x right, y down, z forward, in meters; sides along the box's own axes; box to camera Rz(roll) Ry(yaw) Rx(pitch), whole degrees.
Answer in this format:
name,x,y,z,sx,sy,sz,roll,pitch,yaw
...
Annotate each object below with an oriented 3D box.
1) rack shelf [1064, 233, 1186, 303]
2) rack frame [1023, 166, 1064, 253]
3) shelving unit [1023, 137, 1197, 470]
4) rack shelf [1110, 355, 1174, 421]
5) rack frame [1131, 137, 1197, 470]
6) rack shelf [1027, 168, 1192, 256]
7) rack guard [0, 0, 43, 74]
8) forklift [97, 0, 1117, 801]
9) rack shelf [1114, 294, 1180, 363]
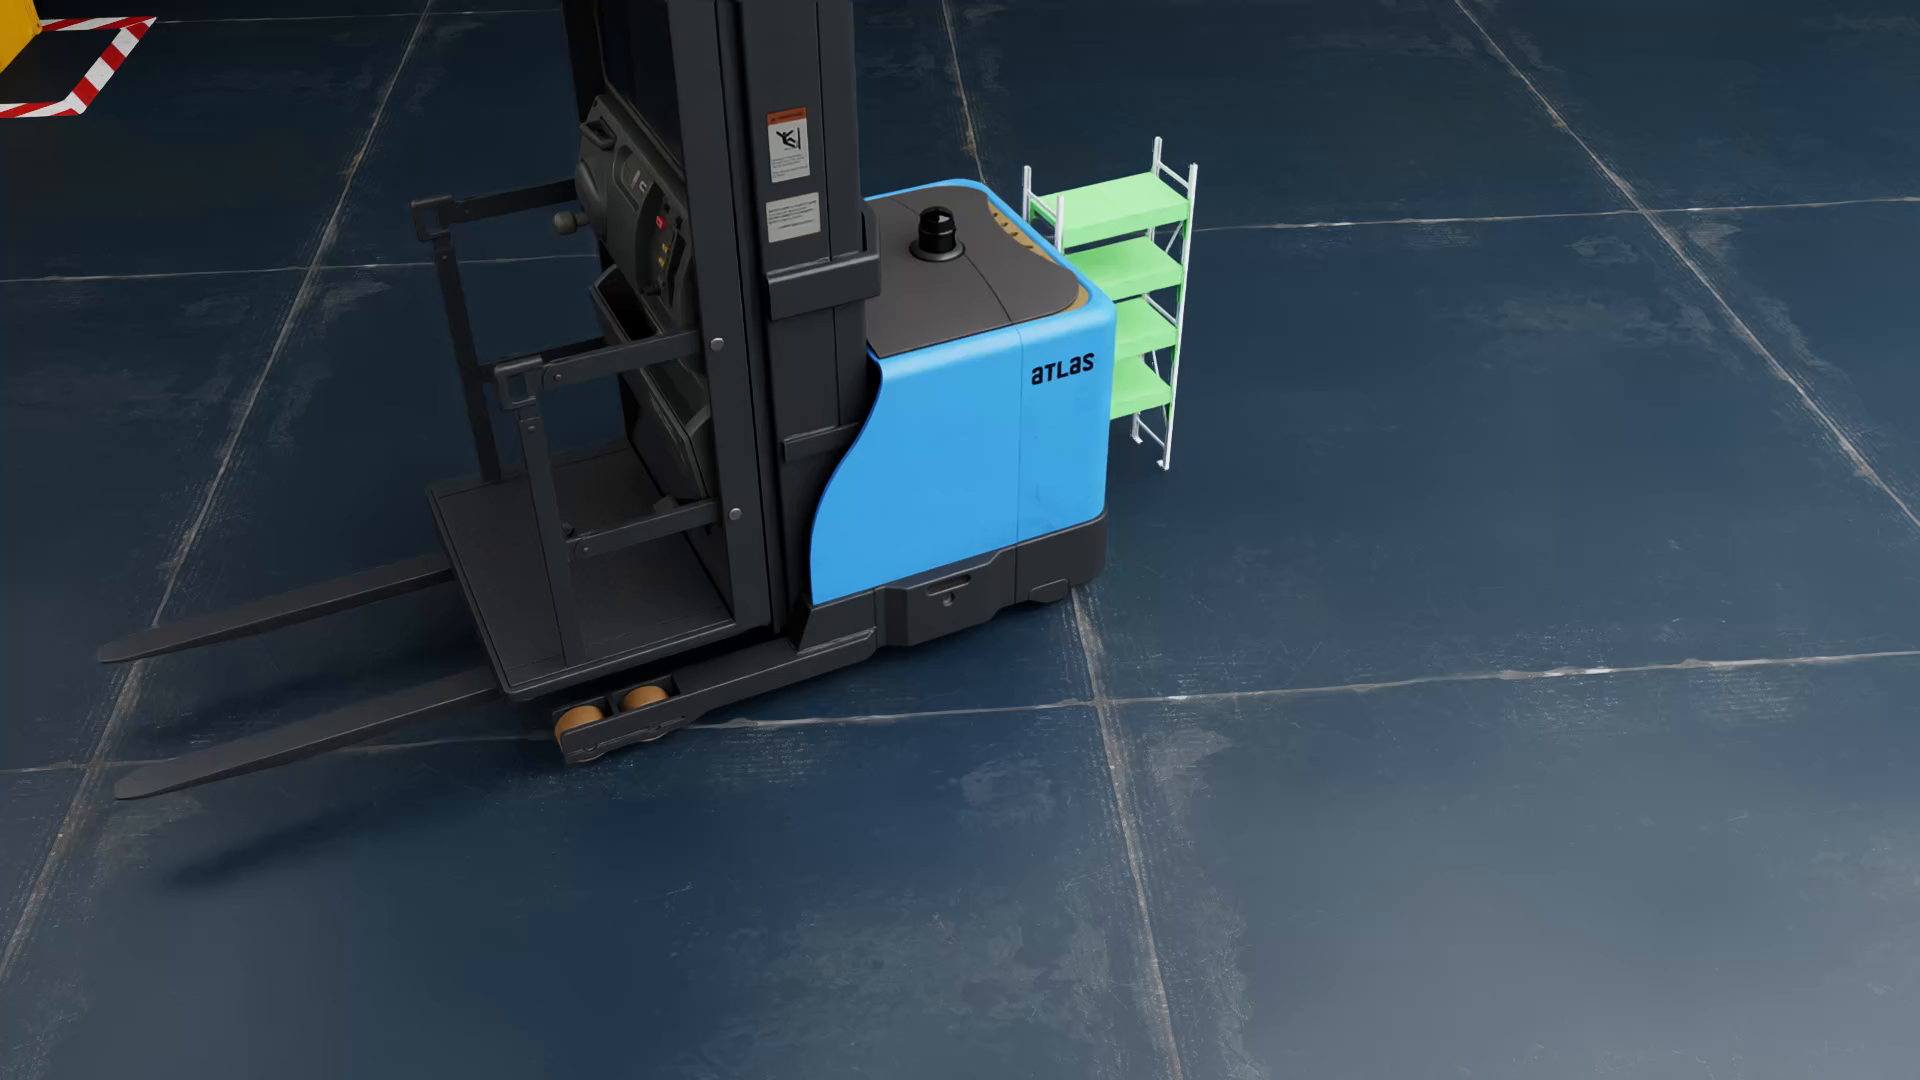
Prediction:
name,x,y,z,sx,sy,sz,roll,pitch,yaw
rack shelf,0.484,-0.866,5.595,0.480,0.148,0.258,-17,41,-20
rack frame,0.264,-0.662,5.620,0.015,1.200,0.240,-17,41,-20
shelving unit,0.484,-0.728,5.704,0.503,1.200,0.258,-17,41,-20
rack shelf,0.484,-0.490,5.892,0.480,0.148,0.258,-17,41,-20
rack frame,0.703,-0.794,5.788,0.015,1.200,0.240,-17,41,-20
rack shelf,0.484,-1.055,5.446,0.480,0.148,0.258,-17,41,-20
rack guard,-5.315,-2.746,8.827,0.348,0.500,1.175,-3,38,-4
forklift,-1.073,-0.870,4.487,3.031,2.935,1.130,-17,41,-20
rack shelf,0.484,-0.678,5.744,0.480,0.148,0.258,-17,41,-20
